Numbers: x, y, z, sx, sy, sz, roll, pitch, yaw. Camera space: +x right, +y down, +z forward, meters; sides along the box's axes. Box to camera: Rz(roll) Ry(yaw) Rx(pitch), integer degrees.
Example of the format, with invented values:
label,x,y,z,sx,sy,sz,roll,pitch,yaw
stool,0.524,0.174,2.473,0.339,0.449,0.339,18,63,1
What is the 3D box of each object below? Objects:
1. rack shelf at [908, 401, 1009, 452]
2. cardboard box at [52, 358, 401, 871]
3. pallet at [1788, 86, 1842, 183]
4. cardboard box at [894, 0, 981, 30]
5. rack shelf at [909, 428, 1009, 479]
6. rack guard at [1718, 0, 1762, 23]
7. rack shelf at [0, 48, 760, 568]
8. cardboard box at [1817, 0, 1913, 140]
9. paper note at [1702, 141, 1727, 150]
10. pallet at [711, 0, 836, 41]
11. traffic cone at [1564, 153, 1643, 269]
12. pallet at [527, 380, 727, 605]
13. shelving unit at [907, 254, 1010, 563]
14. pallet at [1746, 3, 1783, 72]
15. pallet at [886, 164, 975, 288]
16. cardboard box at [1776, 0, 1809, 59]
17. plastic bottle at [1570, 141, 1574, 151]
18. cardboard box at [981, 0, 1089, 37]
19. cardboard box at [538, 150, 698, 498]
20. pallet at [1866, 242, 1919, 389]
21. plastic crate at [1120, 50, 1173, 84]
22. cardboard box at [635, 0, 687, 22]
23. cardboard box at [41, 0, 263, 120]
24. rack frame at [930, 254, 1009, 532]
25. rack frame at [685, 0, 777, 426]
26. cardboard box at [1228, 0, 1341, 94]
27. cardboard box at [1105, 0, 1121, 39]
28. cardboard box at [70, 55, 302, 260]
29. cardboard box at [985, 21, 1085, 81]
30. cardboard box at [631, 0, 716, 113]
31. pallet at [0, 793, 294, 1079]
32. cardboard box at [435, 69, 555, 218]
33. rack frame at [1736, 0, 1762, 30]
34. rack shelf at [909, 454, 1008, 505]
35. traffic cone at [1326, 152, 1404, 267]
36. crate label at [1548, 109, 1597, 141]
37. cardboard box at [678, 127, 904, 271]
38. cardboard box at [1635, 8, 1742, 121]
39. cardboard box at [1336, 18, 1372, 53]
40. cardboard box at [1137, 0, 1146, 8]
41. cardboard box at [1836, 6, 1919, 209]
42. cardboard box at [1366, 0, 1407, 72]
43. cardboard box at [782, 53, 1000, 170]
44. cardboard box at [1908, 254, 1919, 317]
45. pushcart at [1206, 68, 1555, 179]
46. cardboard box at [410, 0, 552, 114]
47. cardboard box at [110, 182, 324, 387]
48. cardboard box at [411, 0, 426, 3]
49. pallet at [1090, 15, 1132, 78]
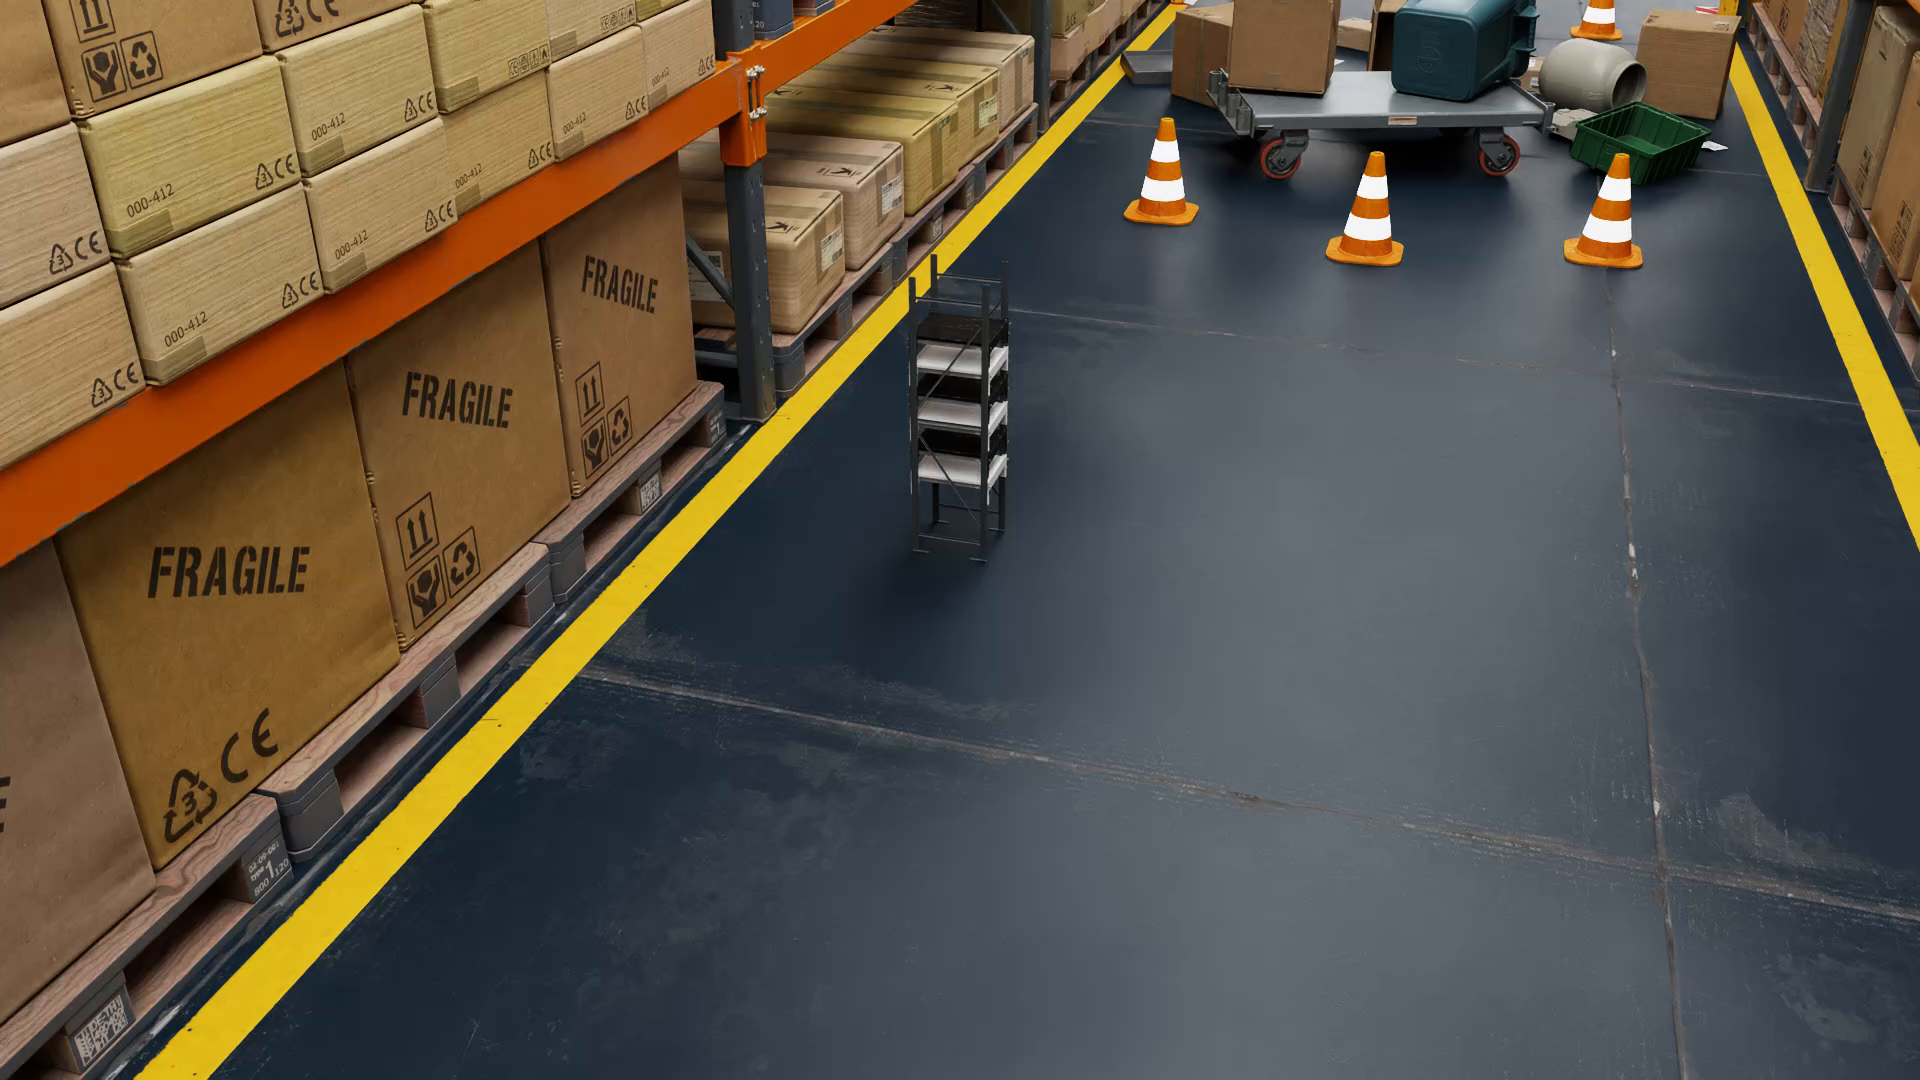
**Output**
label,x,y,z,sx,sy,sz,roll,pitch,yaw
rack shelf,-0.002,-0.360,5.041,0.258,0.077,0.200,8,30,15
cardboard box,-1.977,0.062,3.807,0.875,0.875,0.875,9,30,16
pallet,5.068,-2.145,8.888,1.003,0.211,1.213,8,30,15
cardboard box,-0.075,-3.303,9.728,0.500,0.500,0.500,8,30,14
rack shelf,-0.002,-0.282,5.084,0.258,0.077,0.200,8,30,15
rack guard,5.951,-3.799,11.564,1.175,0.500,0.348,8,30,15
rack shelf,-1.753,-0.578,3.943,1.077,0.370,4.000,8,30,15
cardboard box,5.021,-2.558,8.517,0.875,0.875,0.875,9,30,16
paper note,4.101,-2.166,9.111,0.147,0.020,0.142,-12,31,-20
pallet,-1.059,-2.084,6.108,1.213,0.211,1.003,8,30,15
traffic cone,2.932,-1.505,7.479,0.336,0.463,0.334,8,30,15
pallet,-1.470,-0.247,5.478,1.003,0.211,1.213,8,30,15
shelving unit,-0.002,-0.389,5.024,0.258,0.900,0.210,8,30,15
pallet,5.784,-3.279,10.927,1.003,0.211,1.213,8,30,15
pallet,-0.575,-1.531,7.785,1.003,0.211,1.213,8,30,15
cardboard box,5.552,-3.401,10.032,0.875,0.875,0.875,8,30,14
plastic bottle,3.408,-2.081,8.927,0.133,0.061,0.283,-6,30,-11
cardboard box,0.439,-3.226,9.588,0.500,0.500,0.500,10,31,17
cardboard box,-1.448,-0.767,5.298,0.875,0.875,0.875,8,30,14
pallet,4.259,-0.864,6.587,1.003,0.211,1.213,8,30,15
plastic crate,1.253,-3.017,10.591,0.402,0.080,0.583,-1,29,-3
cardboard box,-1.065,-1.713,4.884,0.500,0.250,0.500,8,30,15
cardboard box,-1.664,-1.080,2.974,0.500,0.500,0.500,8,30,14
rack frame,0.027,-0.437,5.109,0.240,0.900,0.006,8,30,15
rack frame,-1.166,-1.822,5.439,1.000,3.000,0.127,8,30,15
cardboard box,1.718,-2.679,8.773,0.500,0.500,0.500,8,30,15
cardboard box,0.738,-3.395,10.663,0.500,0.250,0.500,8,30,14
cardboard box,-1.642,-0.757,3.165,0.500,0.250,0.500,9,30,16
cardboard box,0.439,-2.898,9.770,0.500,0.250,0.500,7,30,13
cardboard box,-1.066,-1.484,4.986,0.500,0.250,0.500,7,30,13
pallet,-2.186,0.887,3.439,1.003,0.211,1.213,8,30,15
cardboard box,-1.365,-1.013,4.139,0.500,0.250,0.500,8,30,14
rack frame,5.944,-4.880,10.937,1.000,3.000,0.127,8,30,15
rack shelf,-0.002,-0.203,5.128,0.258,0.077,0.200,8,30,15
traffic cone,1.853,-1.518,7.503,0.336,0.463,0.334,8,30,15
crate label,3.434,-2.309,9.261,0.298,0.136,0.250,-12,31,-20
cardboard box,-0.782,-1.462,7.064,0.950,0.372,0.625,8,30,14
cardboard box,4.244,-2.798,9.762,0.500,0.500,0.500,14,32,23
cardboard box,2.729,-3.397,11.203,0.250,0.149,0.380,-24,37,-37
cardboard box,1.042,-3.868,11.513,0.500,0.250,0.500,9,30,15
cardboard box,4.673,-1.920,7.498,1.050,0.750,0.750,8,30,15
cardboard box,2.820,-2.894,9.796,0.797,0.637,0.503,8,30,15
cardboard box,-0.351,-2.137,8.277,0.950,0.372,0.625,10,31,18
cardboard box,4.114,-1.040,5.915,1.050,0.750,0.750,9,30,16
pushcart,2.202,-2.232,8.875,1.648,0.377,0.936,-1,29,-3
cardboard box,-1.343,-1.234,4.022,0.500,0.250,0.500,8,30,14
cardboard box,-1.643,-0.541,3.290,0.500,0.250,0.500,8,30,14
cardboard box,-1.363,-1.555,3.829,0.500,0.500,0.500,9,30,15
pallet,0.528,-3.348,11.051,1.003,0.211,1.213,8,30,15
